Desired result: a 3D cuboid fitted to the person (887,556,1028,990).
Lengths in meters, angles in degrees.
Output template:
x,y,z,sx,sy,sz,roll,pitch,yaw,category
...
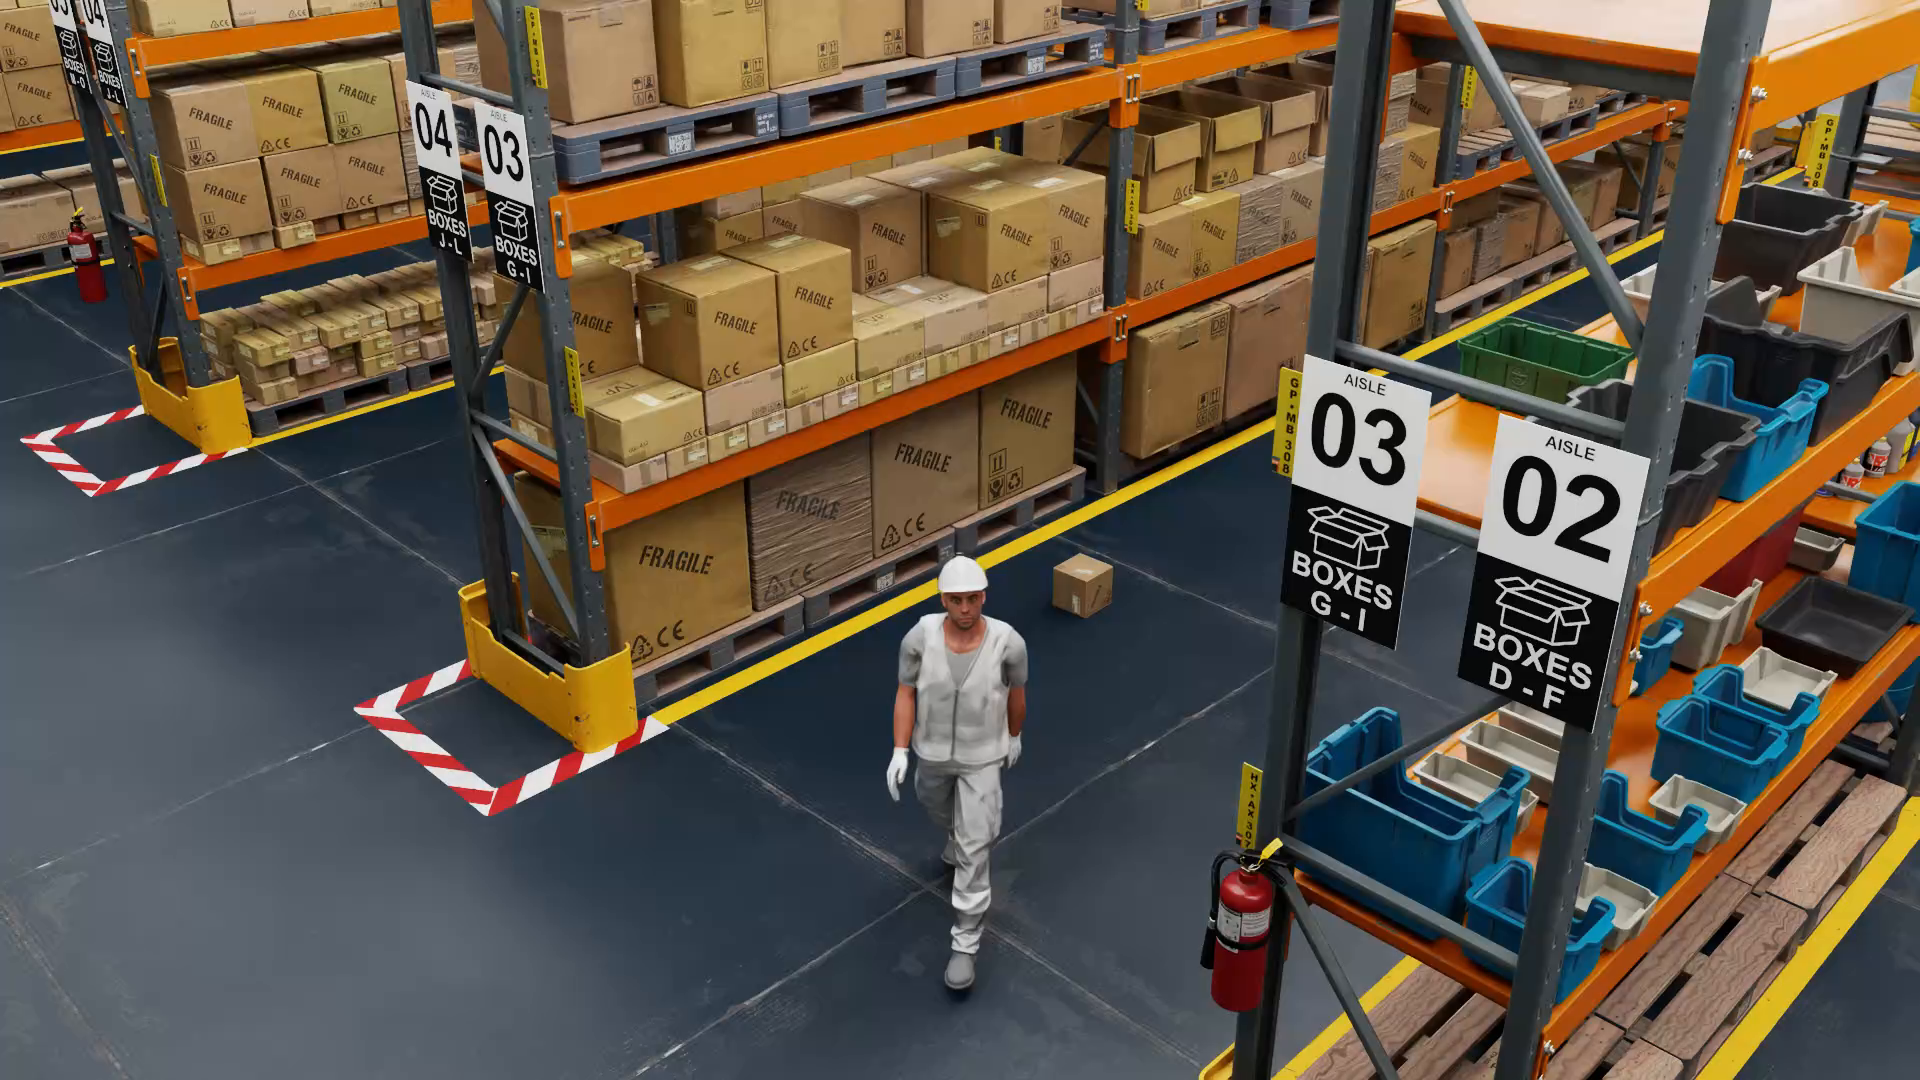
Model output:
x,y,z,sx,sy,sz,roll,pitch,yaw,category
-0.010,0.883,6.904,0.527,1.744,1.033,6,28,11,person
